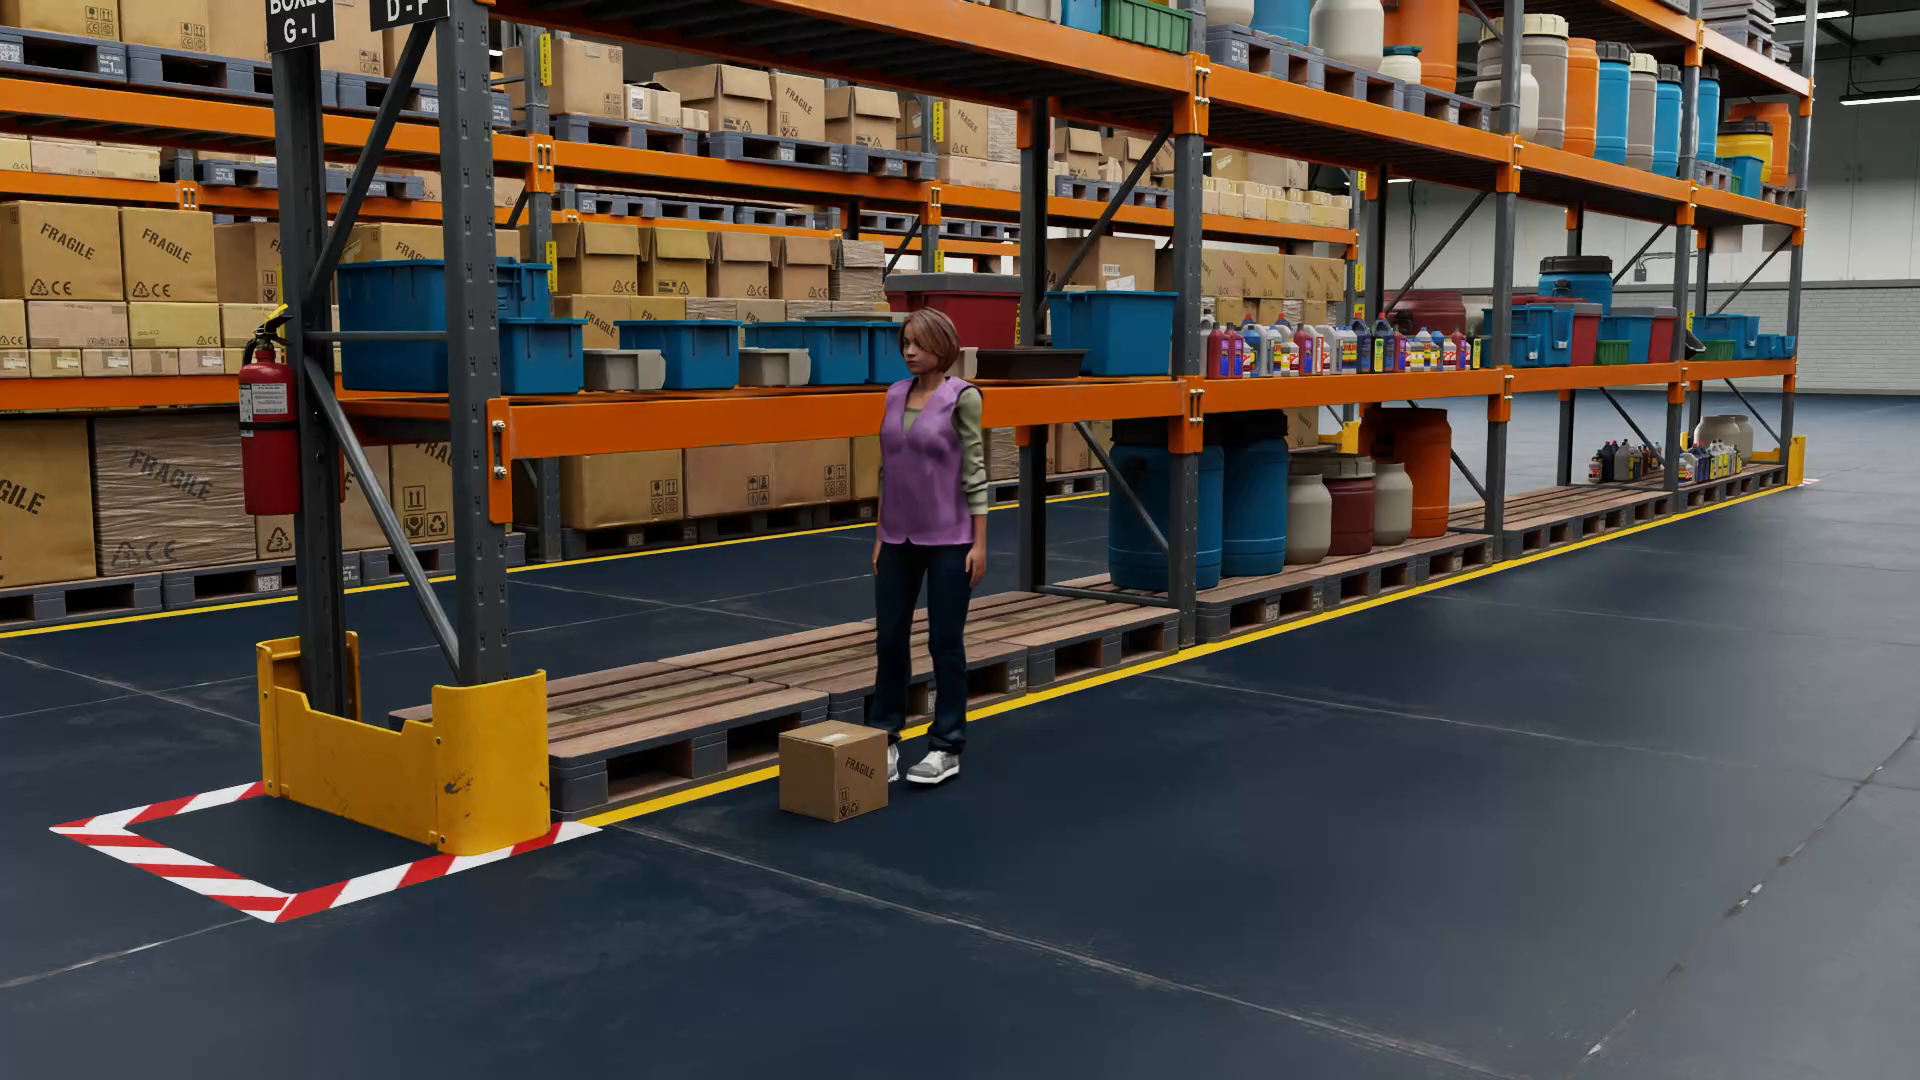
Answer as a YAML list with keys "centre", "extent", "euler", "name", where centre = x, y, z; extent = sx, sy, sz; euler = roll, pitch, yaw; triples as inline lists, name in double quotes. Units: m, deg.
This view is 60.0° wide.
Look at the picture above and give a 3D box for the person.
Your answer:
- centre: [-0.128, 0.031, 5.634]
  extent: [0.474, 1.625, 0.336]
  euler: [4, 8, 31]
  name: "person"
